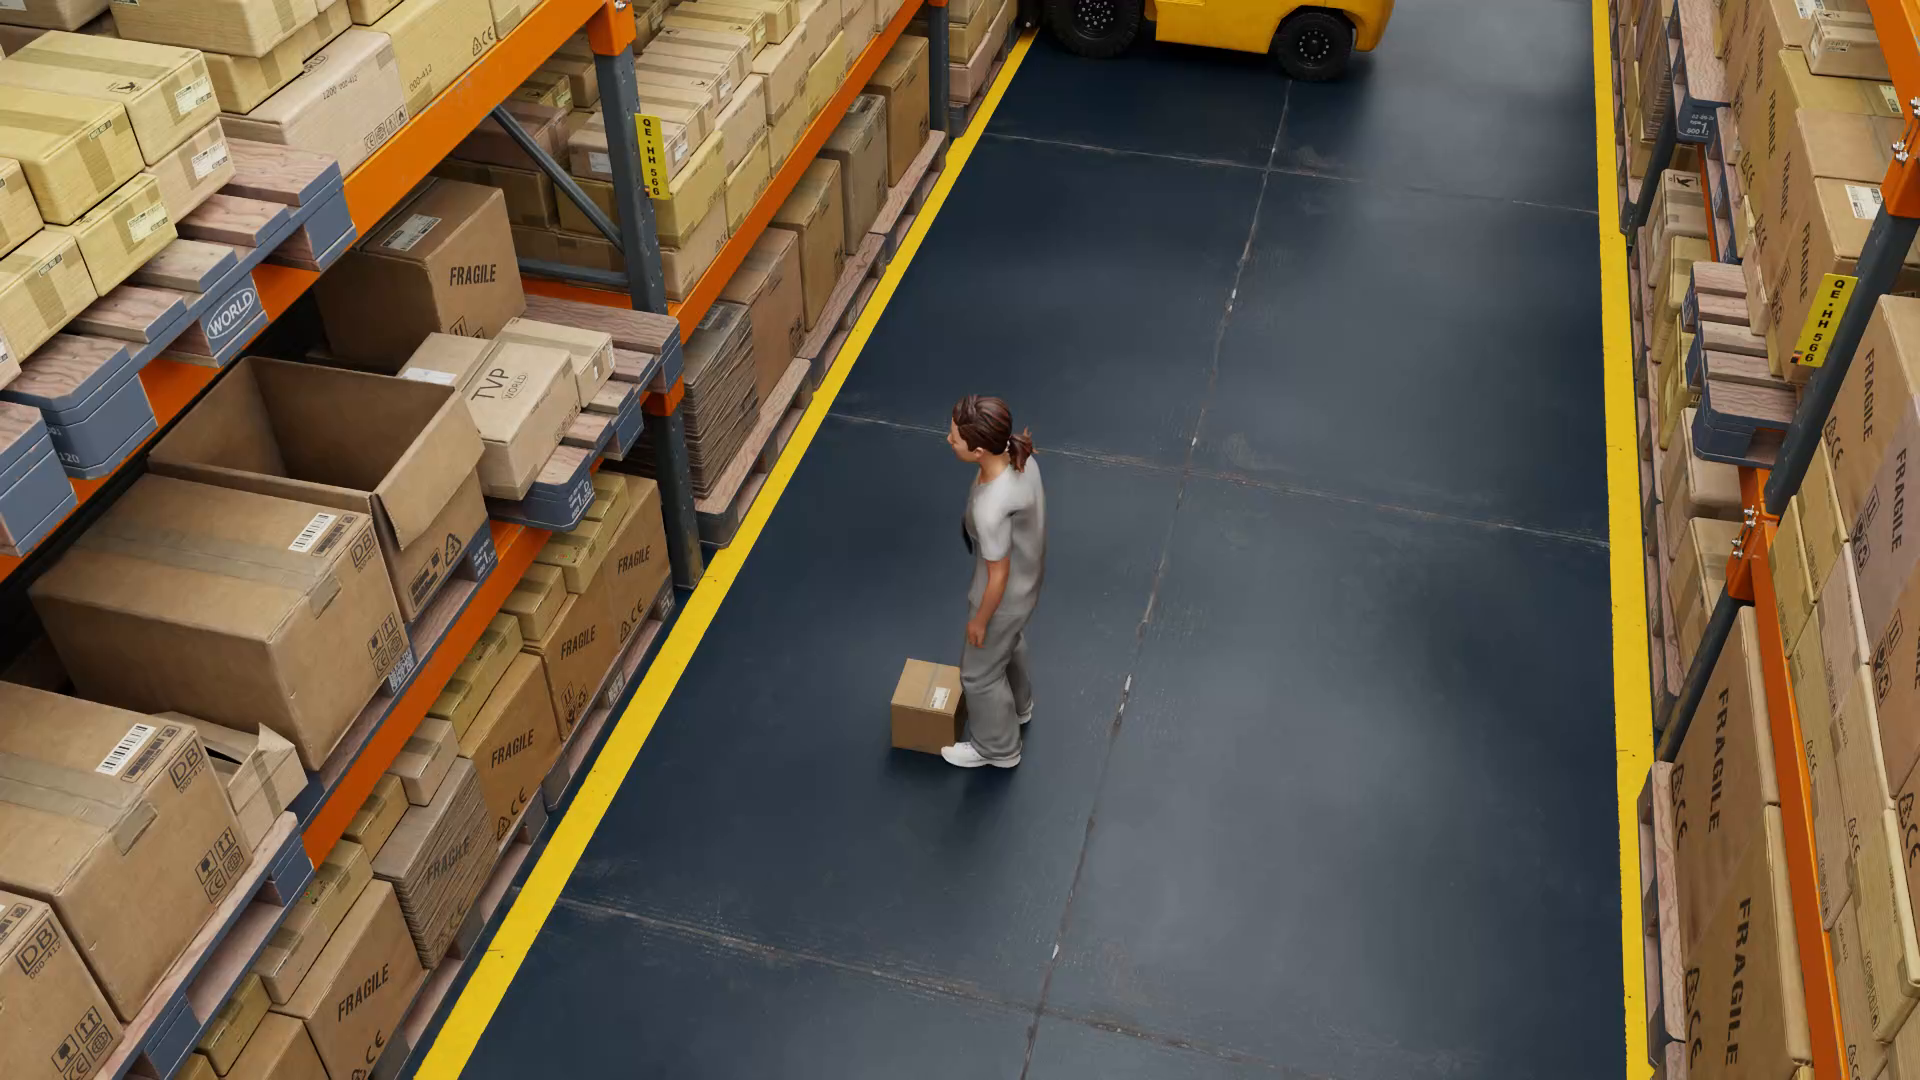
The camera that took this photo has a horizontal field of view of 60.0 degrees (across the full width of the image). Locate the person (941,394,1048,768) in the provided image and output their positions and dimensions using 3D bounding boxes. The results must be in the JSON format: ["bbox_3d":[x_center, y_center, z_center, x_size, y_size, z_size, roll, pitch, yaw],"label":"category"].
[{"bbox_3d":[0.126,0.199,6.012,0.359,1.566,0.514,8,42,9],"label":"person"}]
